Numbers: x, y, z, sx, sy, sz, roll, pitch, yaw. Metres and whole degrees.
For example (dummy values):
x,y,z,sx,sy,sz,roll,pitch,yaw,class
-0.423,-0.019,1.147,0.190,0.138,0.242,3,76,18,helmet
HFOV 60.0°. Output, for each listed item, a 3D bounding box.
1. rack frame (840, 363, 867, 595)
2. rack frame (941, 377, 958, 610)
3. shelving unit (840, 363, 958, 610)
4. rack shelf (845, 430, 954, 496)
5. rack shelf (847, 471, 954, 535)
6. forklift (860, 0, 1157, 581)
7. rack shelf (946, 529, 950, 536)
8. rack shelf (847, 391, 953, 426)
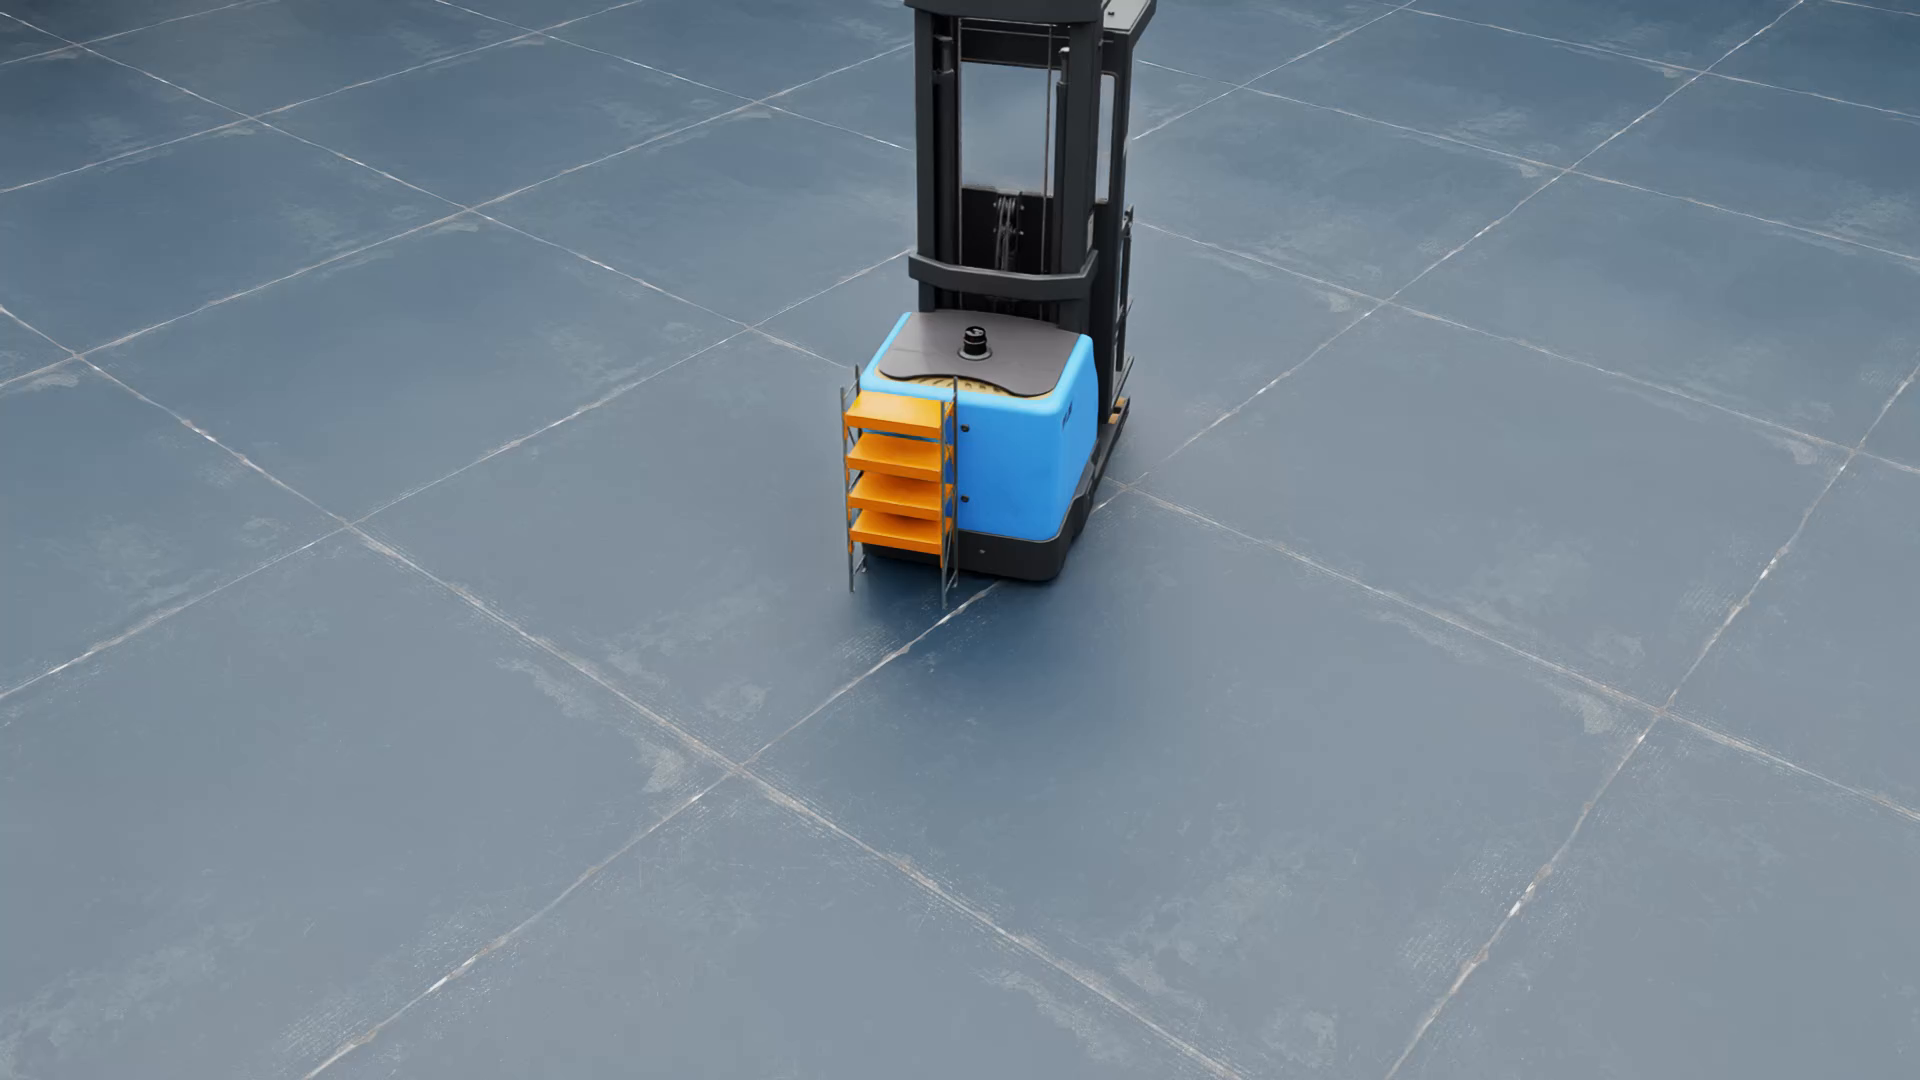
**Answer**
x,y,z,sx,sy,sz,roll,pitch,yaw,class
-0.520,-0.283,8.185,0.015,1.200,0.240,9,36,13,rack frame
-0.050,-0.209,8.076,0.015,1.200,0.240,9,36,13,rack frame
-0.285,-0.246,8.131,0.503,1.200,0.258,9,36,13,shelving unit
-0.285,-0.375,8.042,0.480,0.148,0.258,9,36,13,rack shelf
-0.285,-0.191,8.169,0.480,0.148,0.258,9,36,13,rack shelf
0.377,-1.832,8.911,1.130,2.935,3.031,9,36,13,forklift
-0.285,-0.051,8.265,0.442,0.029,0.199,9,36,13,rack shelf
-0.285,-0.602,7.886,0.457,0.050,0.221,9,36,13,rack shelf
